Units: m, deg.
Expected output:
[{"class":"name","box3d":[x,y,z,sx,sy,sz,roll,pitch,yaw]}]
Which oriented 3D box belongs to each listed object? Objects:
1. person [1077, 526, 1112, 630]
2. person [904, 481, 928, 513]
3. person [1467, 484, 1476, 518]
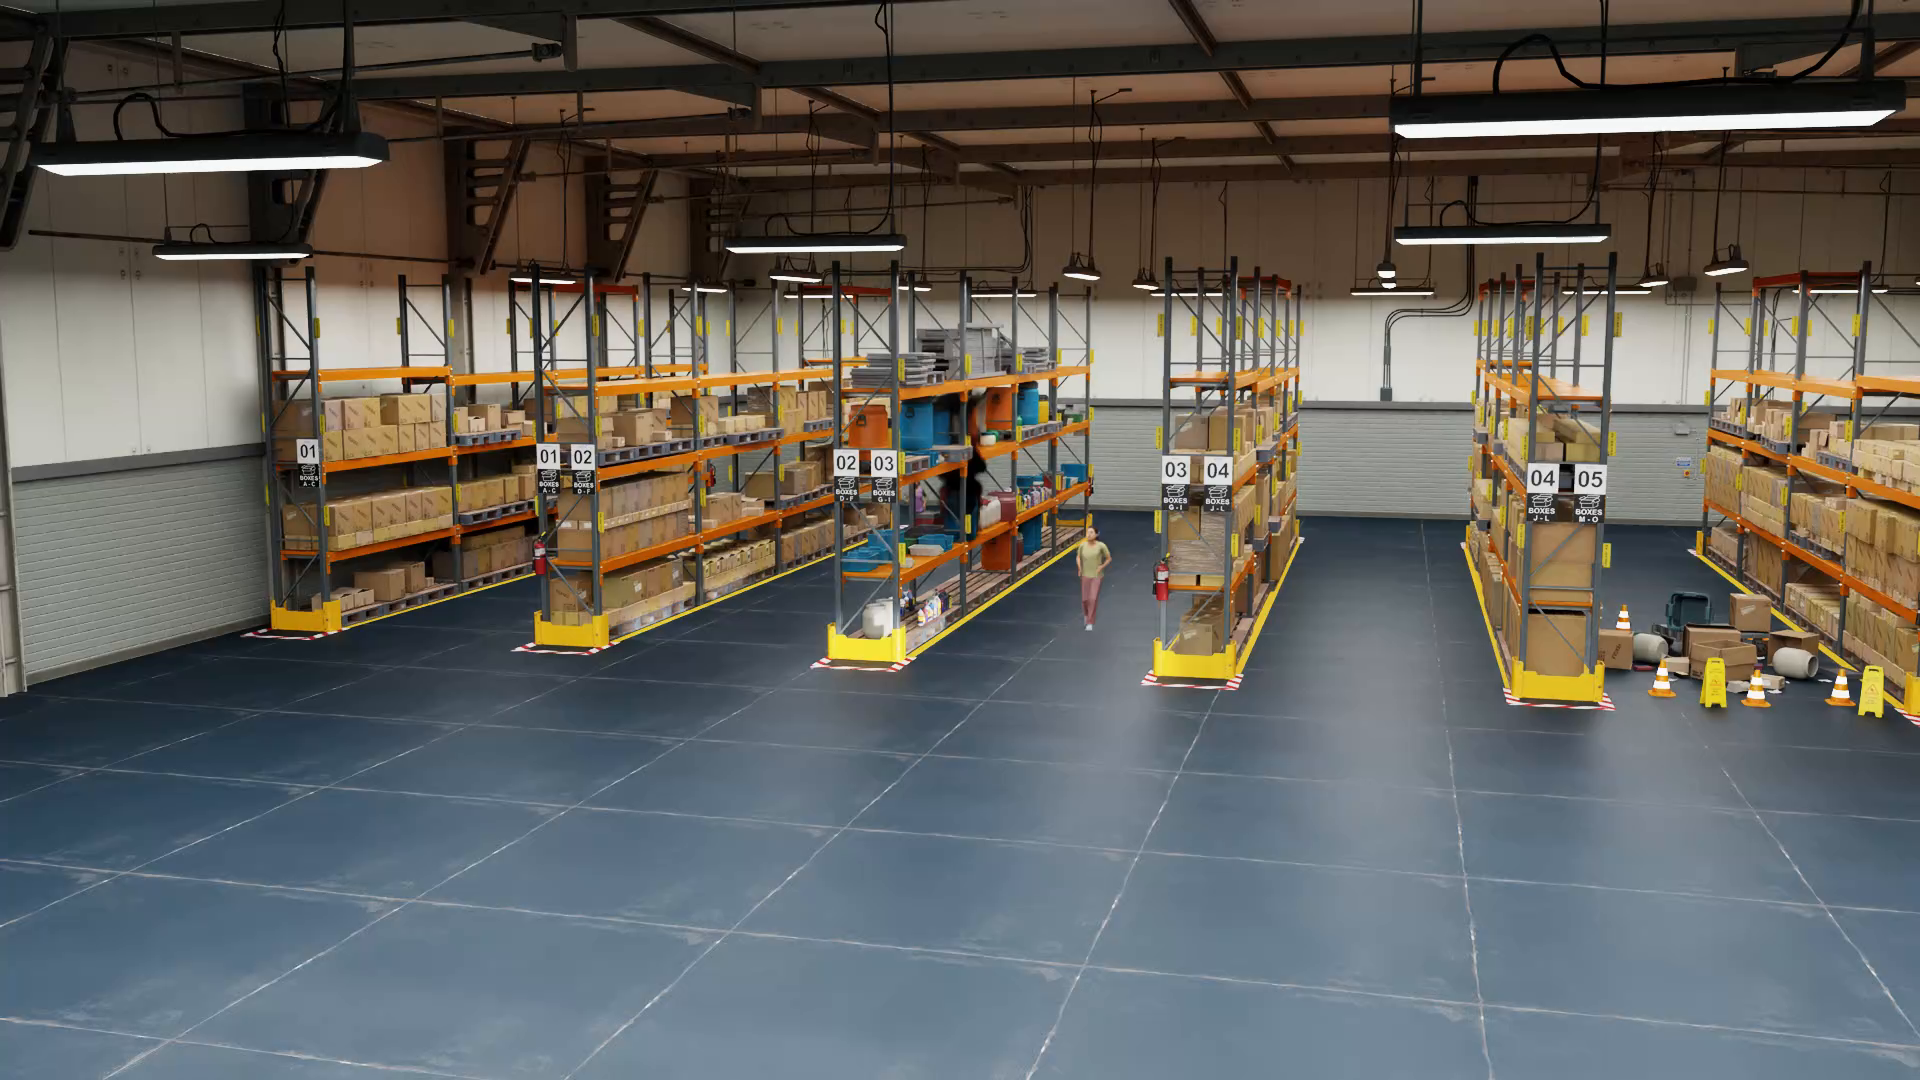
[{"class":"person","box3d":[2.089,0.602,26.148,0.573,1.626,0.522,2,8,16]},{"class":"person","box3d":[-1.009,-0.620,37.946,0.532,1.600,0.844,0,7,2]},{"class":"person","box3d":[12.446,-0.906,39.617,0.811,1.812,0.681,-3,8,-24]}]
